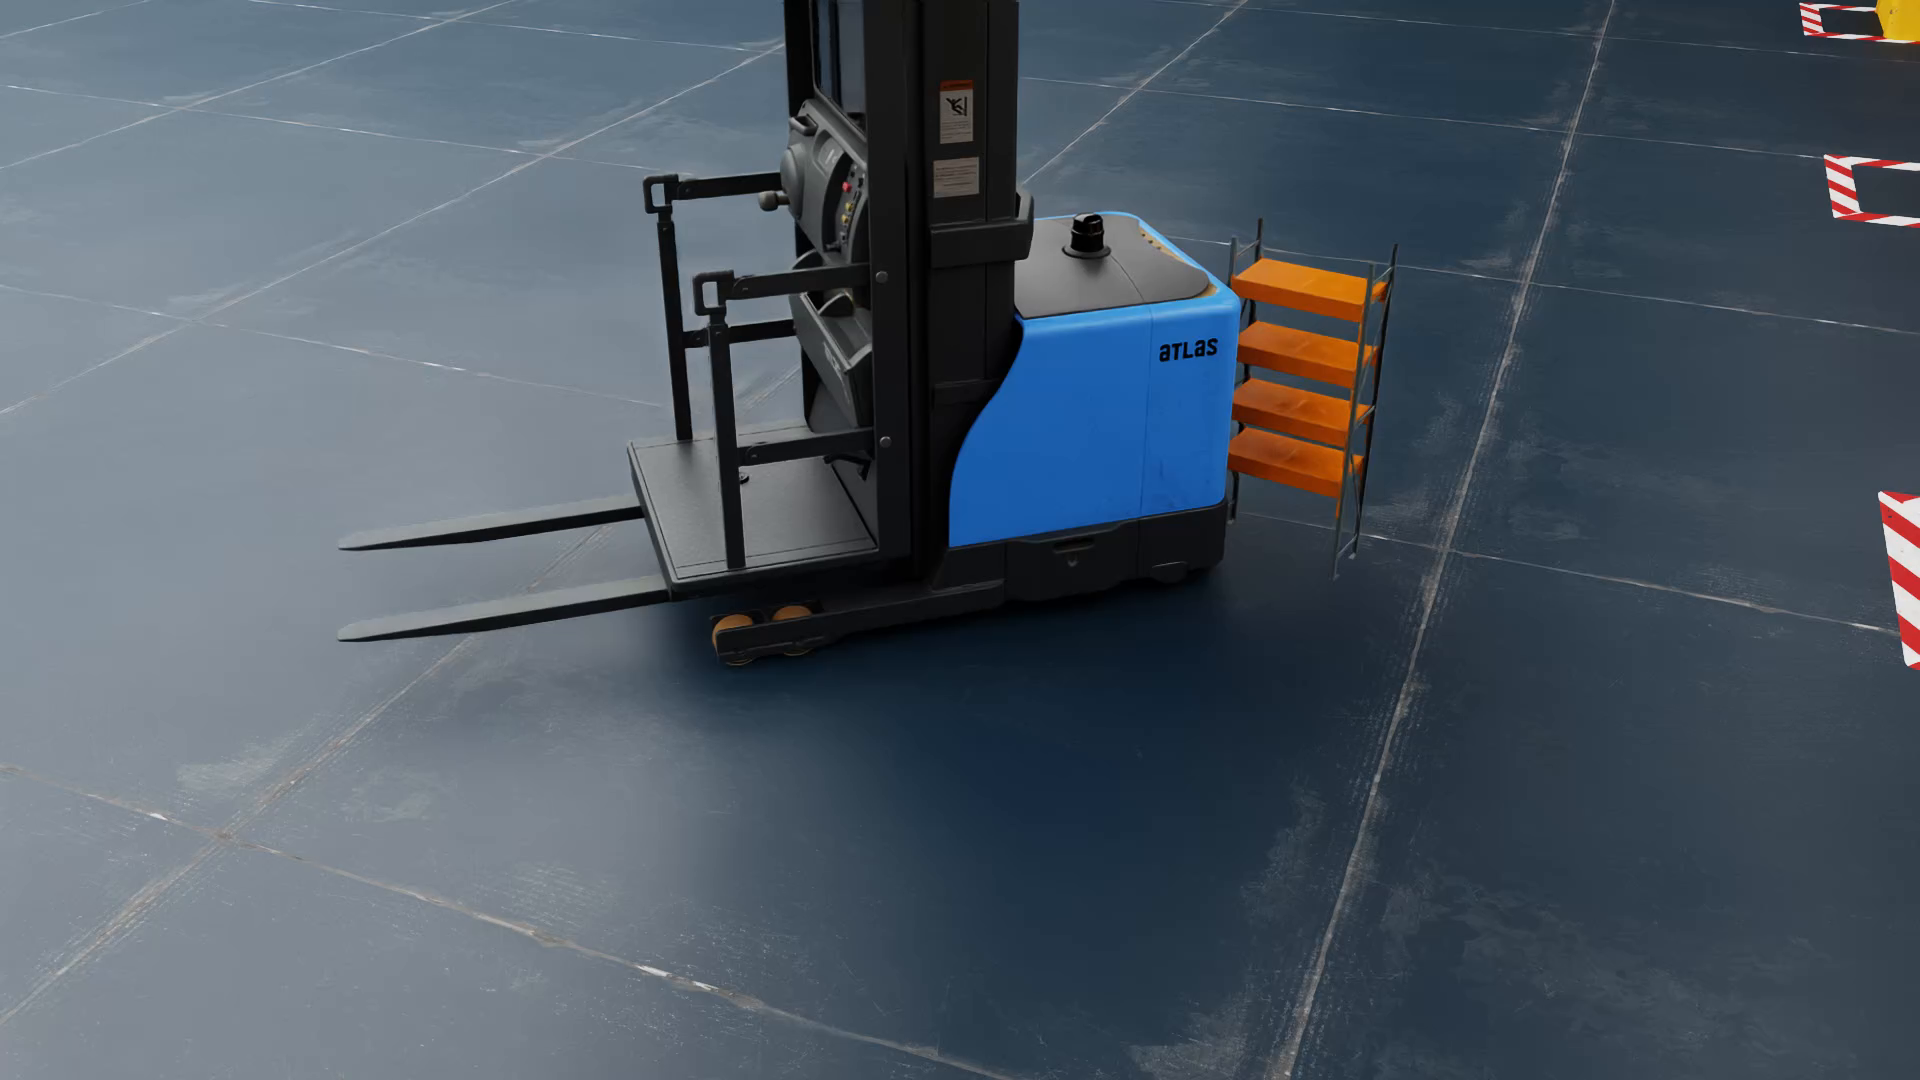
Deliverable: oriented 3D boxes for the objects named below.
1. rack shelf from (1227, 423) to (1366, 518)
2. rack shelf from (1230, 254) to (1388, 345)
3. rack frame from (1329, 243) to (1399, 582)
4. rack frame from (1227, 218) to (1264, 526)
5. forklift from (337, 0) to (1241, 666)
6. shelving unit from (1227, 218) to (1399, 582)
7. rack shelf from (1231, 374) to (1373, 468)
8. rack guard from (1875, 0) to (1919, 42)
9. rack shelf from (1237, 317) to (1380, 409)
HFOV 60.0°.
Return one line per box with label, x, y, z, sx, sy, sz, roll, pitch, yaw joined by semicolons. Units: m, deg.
rack shelf;1.195;-0.255;6.022;0.480;0.148;0.258;18;34;28
rack shelf;1.195;-0.829;5.698;0.480;0.148;0.258;18;34;28
rack frame;1.400;-0.421;5.776;0.015;1.200;0.240;18;34;28
rack frame;0.990;-0.552;6.007;0.015;1.200;0.240;18;34;28
forklift;-0.623;-1.151;5.307;3.031;2.935;1.130;-9;31;-15
shelving unit;1.195;-0.487;5.892;0.503;1.200;0.258;18;34;28
rack shelf;1.195;-0.428;5.925;0.480;0.148;0.258;18;34;28
rack guard;7.821;-4.487;13.680;0.348;0.500;1.175;11;31;19
rack shelf;1.195;-0.623;5.815;0.480;0.148;0.258;18;34;28
